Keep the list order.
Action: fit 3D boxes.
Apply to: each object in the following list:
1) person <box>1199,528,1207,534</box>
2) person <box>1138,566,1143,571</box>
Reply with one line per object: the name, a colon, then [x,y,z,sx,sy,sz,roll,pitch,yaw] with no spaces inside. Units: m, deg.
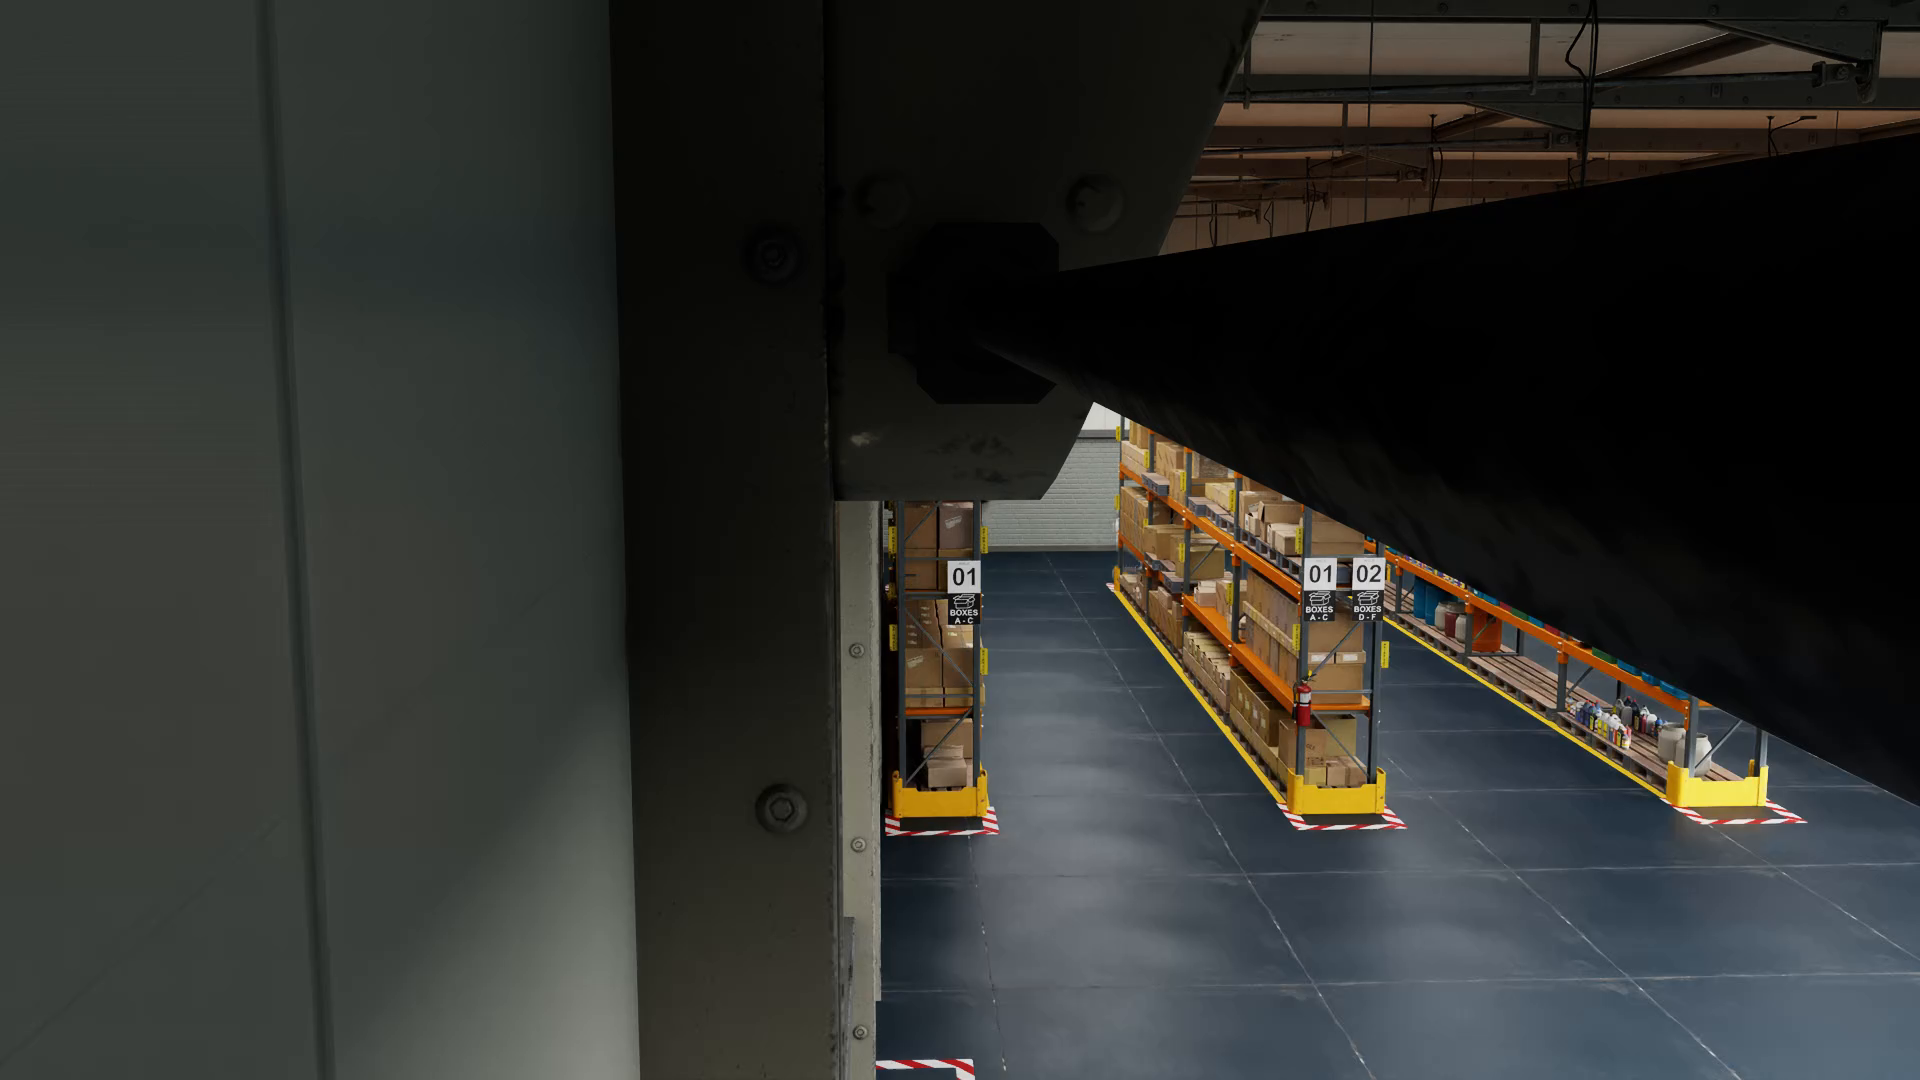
person: [5.570,0.228,36.897,0.790,1.674,0.719,-7,11,-40]
person: [4.325,0.132,37.550,0.545,1.637,0.601,4,9,25]
